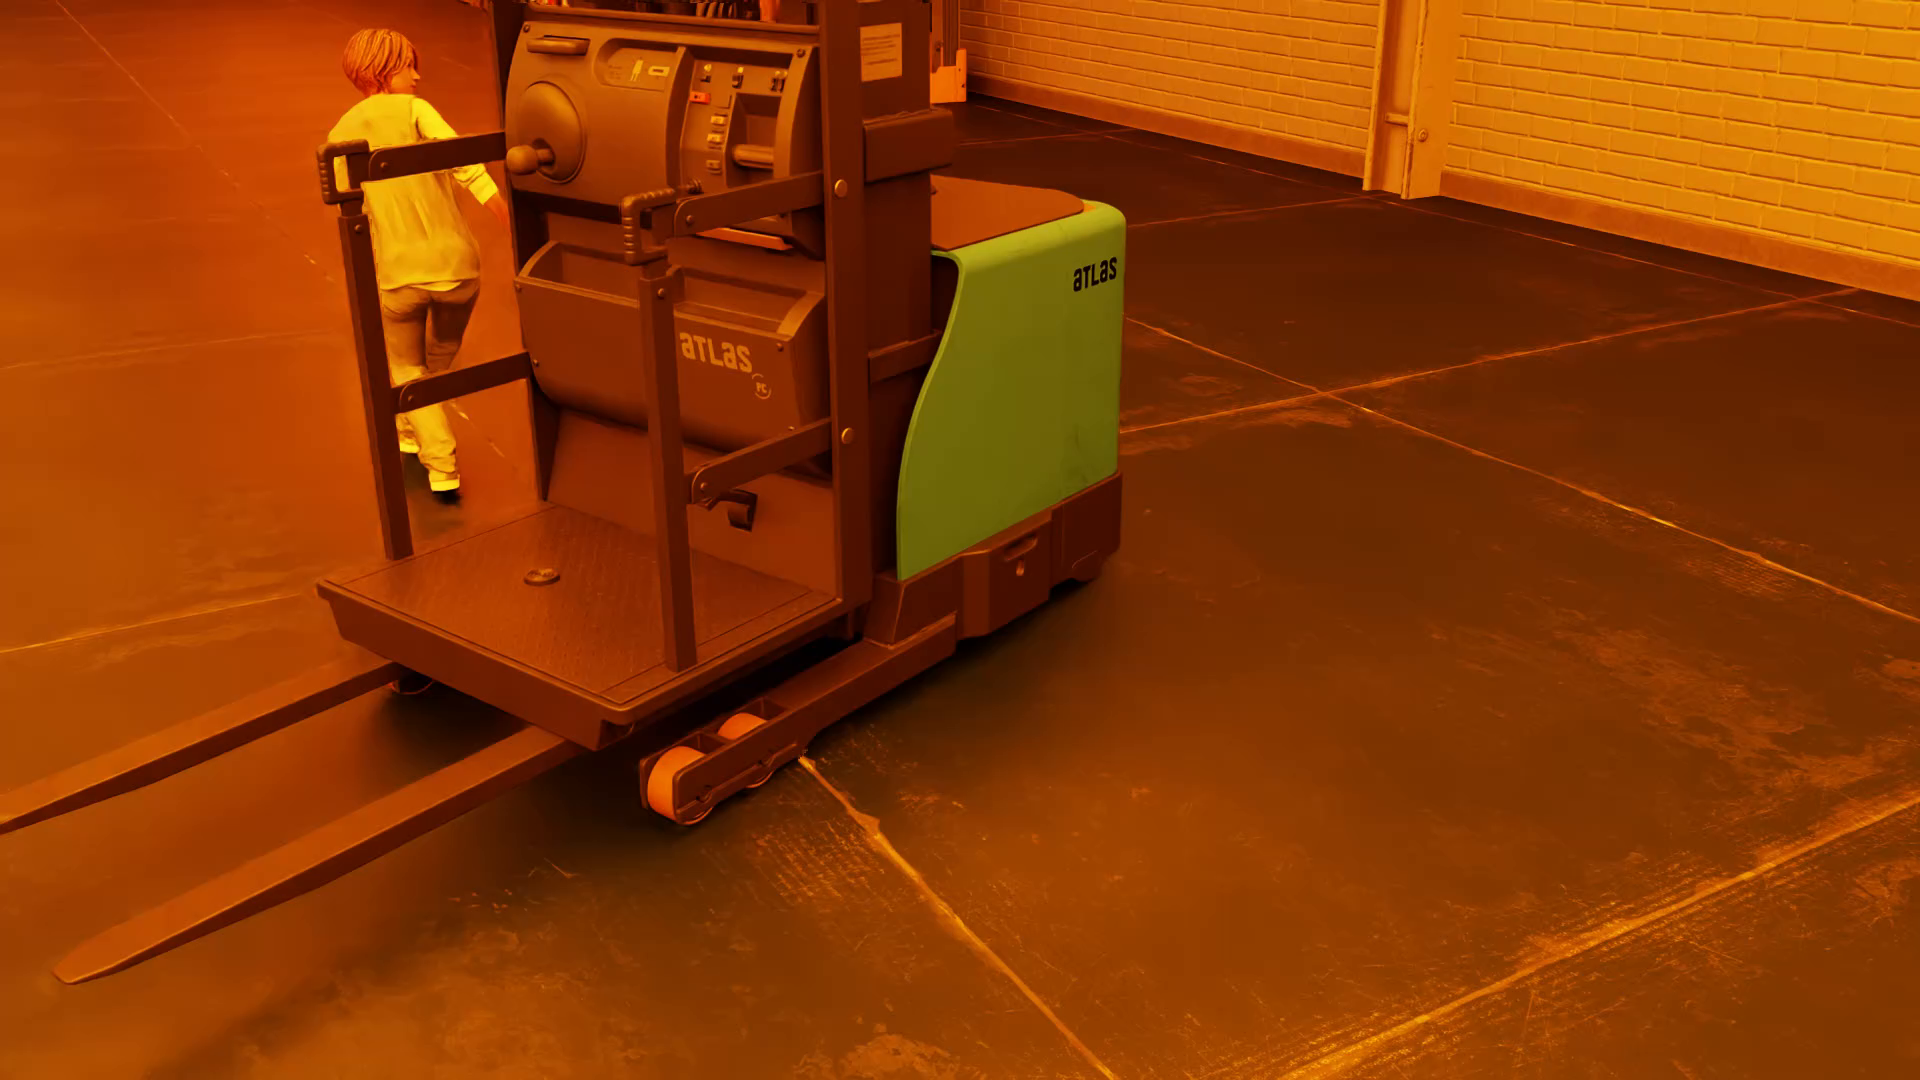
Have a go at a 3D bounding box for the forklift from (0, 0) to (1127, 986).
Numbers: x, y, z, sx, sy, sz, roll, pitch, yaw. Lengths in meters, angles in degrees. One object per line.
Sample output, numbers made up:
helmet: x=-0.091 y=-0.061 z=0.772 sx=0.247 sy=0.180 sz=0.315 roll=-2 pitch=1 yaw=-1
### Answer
forklift: x=-0.823 y=-0.947 z=3.582 sx=1.130 sy=2.935 sz=3.031 roll=16 pitch=27 yaw=34

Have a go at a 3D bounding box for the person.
person: x=-1.699 y=-0.920 z=5.480 sx=0.656 sy=1.466 sz=0.744 roll=-4 pitch=23 yaw=-9
